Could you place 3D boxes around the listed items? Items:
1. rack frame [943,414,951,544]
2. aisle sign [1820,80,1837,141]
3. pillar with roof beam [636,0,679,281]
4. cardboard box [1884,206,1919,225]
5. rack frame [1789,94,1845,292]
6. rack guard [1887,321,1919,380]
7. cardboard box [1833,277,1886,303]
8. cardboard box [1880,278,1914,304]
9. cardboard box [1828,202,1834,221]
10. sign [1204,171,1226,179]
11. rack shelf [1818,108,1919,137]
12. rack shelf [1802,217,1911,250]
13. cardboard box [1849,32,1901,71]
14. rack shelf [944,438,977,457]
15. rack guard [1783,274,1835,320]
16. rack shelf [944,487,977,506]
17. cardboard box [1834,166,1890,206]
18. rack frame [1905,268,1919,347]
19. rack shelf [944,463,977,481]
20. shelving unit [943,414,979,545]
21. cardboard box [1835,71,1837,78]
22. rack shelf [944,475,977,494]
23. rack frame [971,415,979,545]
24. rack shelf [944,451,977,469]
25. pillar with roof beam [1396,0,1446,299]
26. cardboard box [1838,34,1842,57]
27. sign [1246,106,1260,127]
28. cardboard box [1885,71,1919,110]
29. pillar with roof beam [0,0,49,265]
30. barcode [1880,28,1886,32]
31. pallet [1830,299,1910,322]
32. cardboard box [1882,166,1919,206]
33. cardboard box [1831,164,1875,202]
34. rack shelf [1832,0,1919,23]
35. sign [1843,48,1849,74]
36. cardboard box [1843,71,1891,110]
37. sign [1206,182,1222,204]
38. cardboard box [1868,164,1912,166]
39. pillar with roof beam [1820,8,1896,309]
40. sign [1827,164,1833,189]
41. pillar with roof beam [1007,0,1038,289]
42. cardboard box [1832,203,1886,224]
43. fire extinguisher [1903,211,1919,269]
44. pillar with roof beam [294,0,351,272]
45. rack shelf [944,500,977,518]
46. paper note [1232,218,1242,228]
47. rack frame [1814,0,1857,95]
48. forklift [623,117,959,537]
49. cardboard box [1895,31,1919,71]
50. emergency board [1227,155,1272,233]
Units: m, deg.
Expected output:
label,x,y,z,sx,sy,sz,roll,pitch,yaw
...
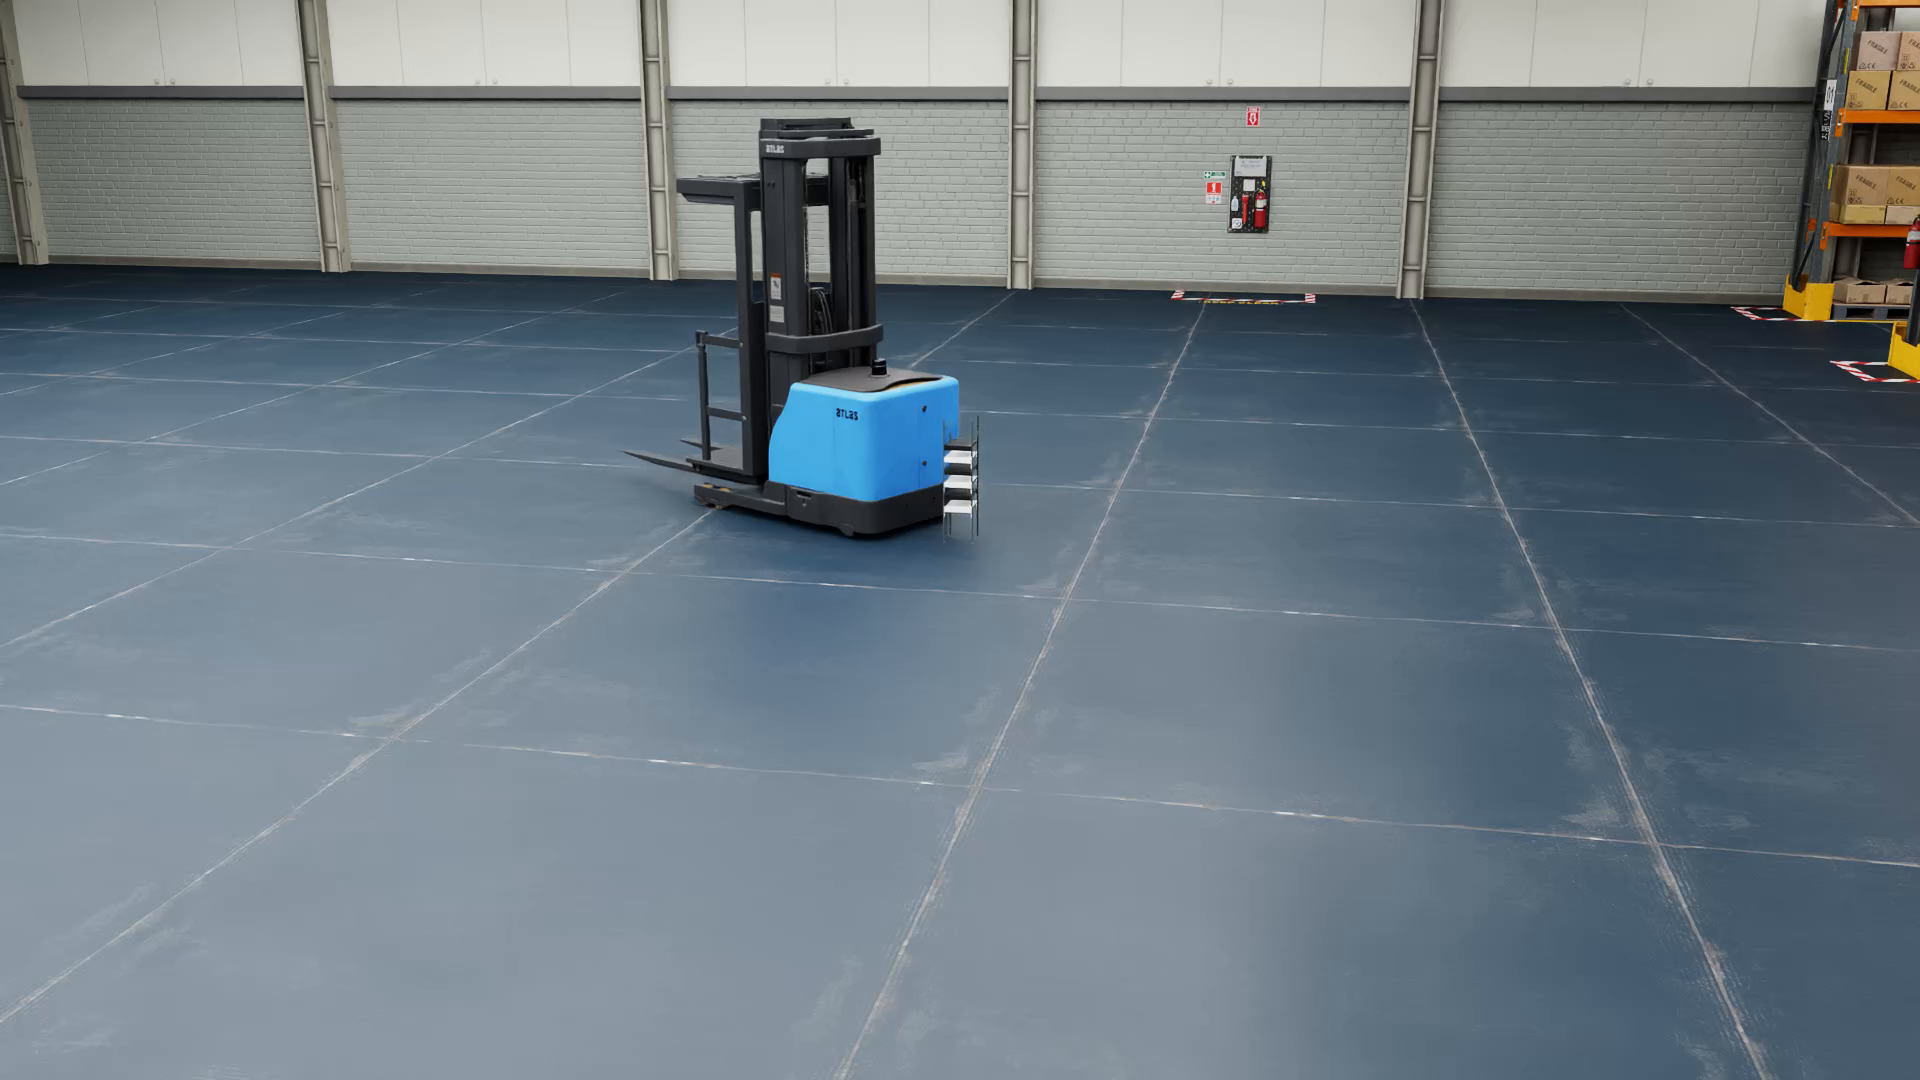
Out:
label,x,y,z,sx,sy,sz,roll,pitch,yaw
rack frame,-0.092,-0.439,11.890,0.006,0.900,0.240,3,16,11
aisle sign,11.741,-5.814,22.491,0.004,0.787,0.394,3,16,11
pillar with roof beam,-5.767,-7.547,22.380,0.400,9.000,9.100,3,16,11
cardboard box,12.798,-4.440,22.645,0.500,0.250,0.500,3,16,9
rack frame,11.872,-4.635,23.107,0.127,3.000,1.000,3,16,11
rack guard,10.864,-2.136,18.766,0.348,0.500,1.175,3,16,11
cardboard box,12.532,-3.491,23.189,0.500,0.311,0.500,1,16,5
cardboard box,13.090,-3.461,23.080,0.500,0.311,0.500,4,16,16
cardboard box,12.368,-4.599,23.218,0.500,0.250,0.500,3,16,12
sign,3.918,-5.611,25.571,0.331,0.109,0.001,3,16,11
rack shelf,13.831,-5.628,22.419,4.000,0.370,1.077,3,16,11
rack shelf,13.831,-4.182,22.819,4.000,0.370,1.077,3,16,11
cardboard box,12.201,-6.537,22.254,0.500,0.500,0.500,2,16,7
rack shelf,0.008,-0.661,11.807,0.200,0.077,0.258,3,16,11
rack guard,11.946,-3.427,23.426,0.348,0.500,1.175,3,16,11
rack shelf,0.008,-0.314,11.903,0.200,0.077,0.258,3,16,11
cardboard box,12.279,-4.830,22.649,0.500,0.500,0.500,3,16,11
rack frame,10.888,-3.339,18.428,0.127,3.000,1.000,3,16,11
rack shelf,0.008,-0.488,11.855,0.200,0.077,0.258,3,16,11
shelving unit,0.008,-0.433,11.870,0.210,0.900,0.258,3,16,11
cardboard box,12.331,-6.183,22.850,0.500,0.500,0.500,4,16,15
rack shelf,0.008,-0.401,11.879,0.200,0.077,0.258,3,16,11
rack frame,0.108,-0.428,11.851,0.006,0.900,0.240,3,16,11
rack shelf,0.008,-0.575,11.831,0.200,0.077,0.258,3,16,11
pillar with roof beam,5.992,-6.909,20.075,0.400,9.000,9.100,3,16,11
cardboard box,12.346,-6.666,22.721,0.500,0.500,0.500,4,16,14
sign,4.448,-6.429,25.239,0.199,0.298,0.001,3,16,11
cardboard box,12.669,-6.018,22.254,0.500,0.500,0.500,4,16,15
pillar with roof beam,-17.526,-8.185,24.684,0.400,9.000,9.100,3,16,11
barcode,12.667,-6.993,22.816,0.075,0.075,0.001,3,16,11
pallet,12.735,-3.235,23.275,1.213,0.211,1.003,3,16,11
cardboard box,12.762,-4.801,22.545,0.500,0.500,0.500,3,16,11
cardboard box,12.376,-4.965,23.135,0.500,0.500,0.500,3,16,10
rack shelf,13.831,-7.072,22.019,4.000,0.370,1.077,3,16,11
sign,11.764,-6.360,22.078,0.005,0.325,0.100,3,16,11
cardboard box,12.149,-6.056,22.390,0.500,0.500,0.500,4,16,13
sign,3.915,-5.359,25.651,0.234,0.329,0.001,3,16,11
cardboard box,12.867,-4.935,23.029,0.500,0.500,0.500,3,16,12
pillar with roof beam,11.872,-6.589,18.923,0.400,9.000,9.100,3,16,11
sign,11.764,-4.911,22.479,0.005,0.325,0.100,3,16,11
pillar with roof beam,0.113,-7.228,21.228,0.400,9.000,9.100,3,16,11
cardboard box,12.286,-4.464,22.731,0.500,0.250,0.500,3,16,9
fire extinguisher,10.865,-3.430,18.900,0.183,0.674,0.296,3,16,11
pillar with roof beam,-11.647,-7.866,23.532,0.400,9.000,9.100,3,16,11
rack shelf,0.008,-0.228,11.927,0.200,0.077,0.258,3,16,11
paper note,4.276,-4.888,25.669,0.142,0.148,0.016,3,16,11
rack frame,11.872,-7.527,22.306,0.127,3.000,1.000,3,16,11
forklift,-1.440,-1.742,12.791,3.031,2.935,1.130,13,20,39
cardboard box,12.682,-6.497,22.110,0.500,0.500,0.500,3,16,10
emergency board,4.436,-5.285,25.452,0.643,1.169,0.194,3,16,11
